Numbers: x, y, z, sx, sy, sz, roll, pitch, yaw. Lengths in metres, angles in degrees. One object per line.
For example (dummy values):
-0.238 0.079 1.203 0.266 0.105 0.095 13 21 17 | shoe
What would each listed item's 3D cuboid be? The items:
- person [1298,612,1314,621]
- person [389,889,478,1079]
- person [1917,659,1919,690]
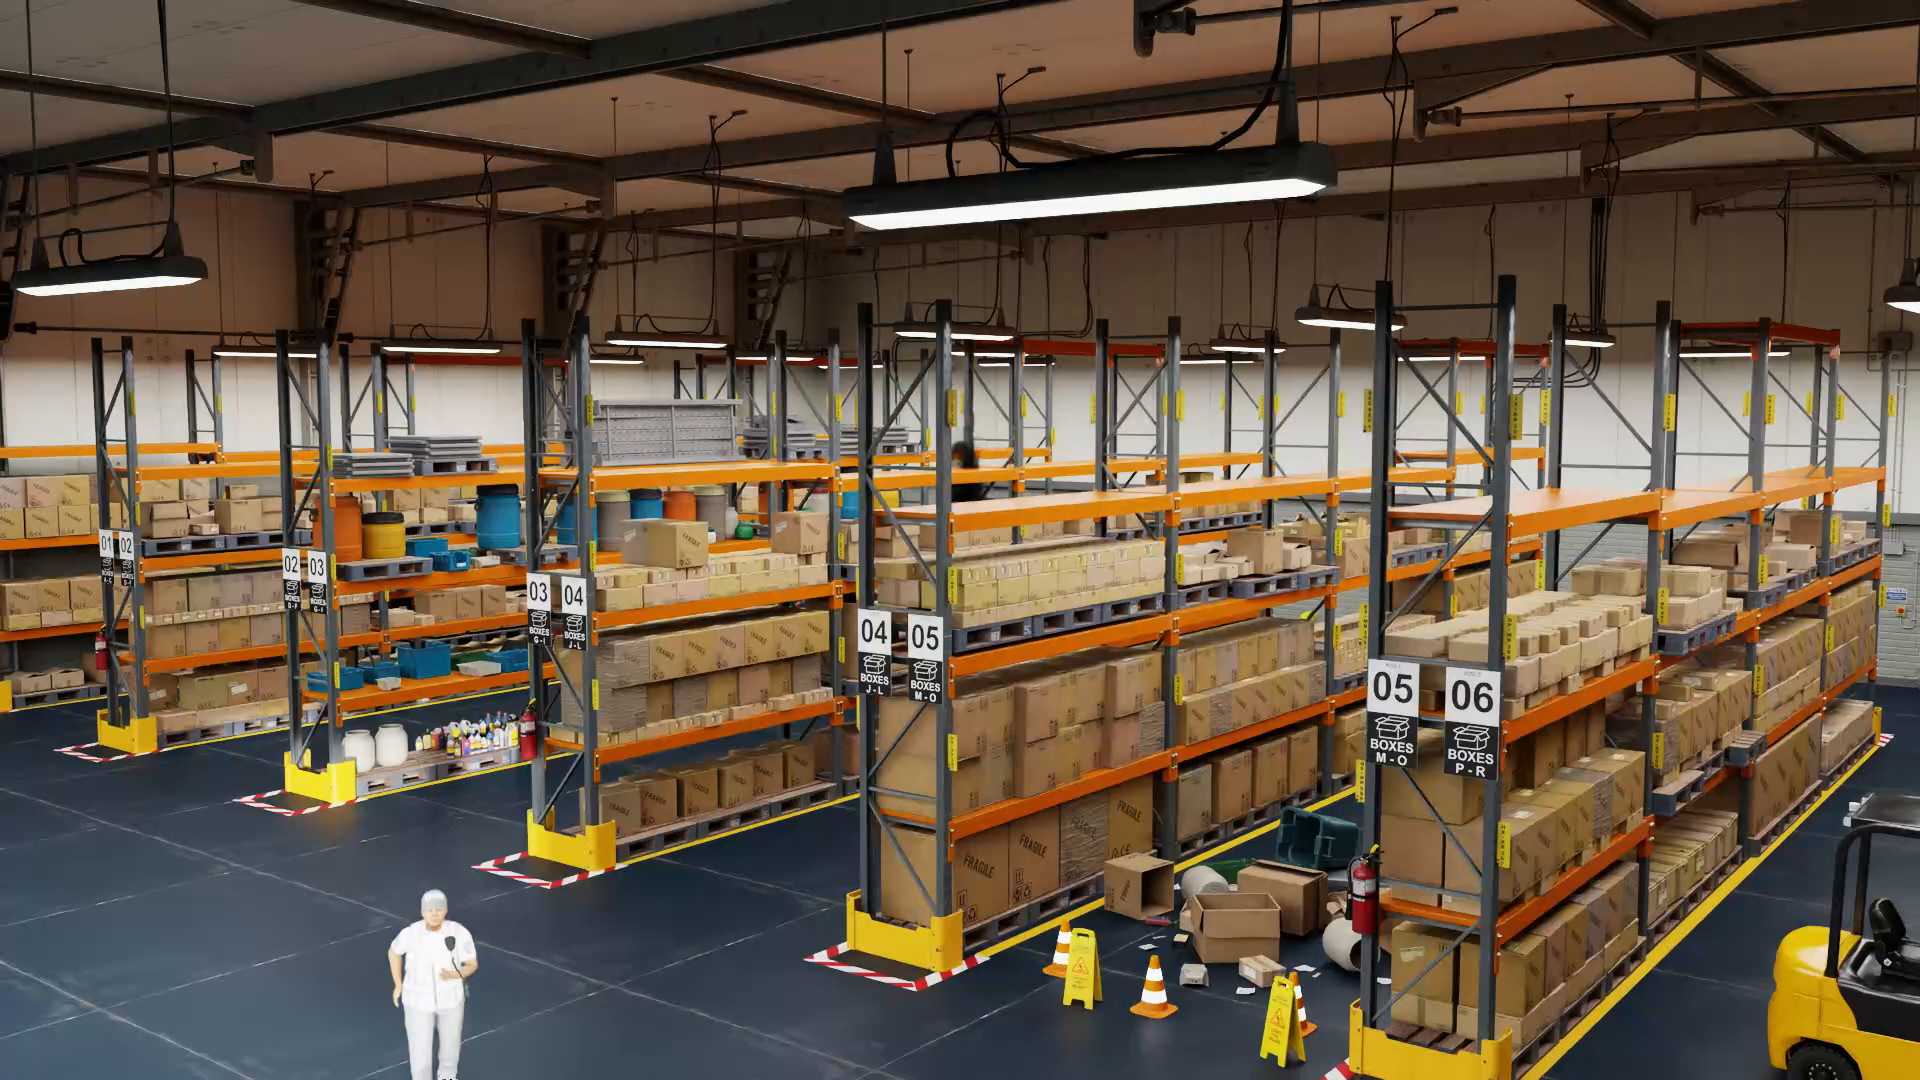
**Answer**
5.463 2.016 26.013 0.909 1.794 0.676 -5 7 -45 | person
-3.715 3.317 11.769 0.579 1.729 0.764 -2 5 -22 | person
14.485 2.139 24.634 0.713 1.725 0.971 1 5 9 | person
